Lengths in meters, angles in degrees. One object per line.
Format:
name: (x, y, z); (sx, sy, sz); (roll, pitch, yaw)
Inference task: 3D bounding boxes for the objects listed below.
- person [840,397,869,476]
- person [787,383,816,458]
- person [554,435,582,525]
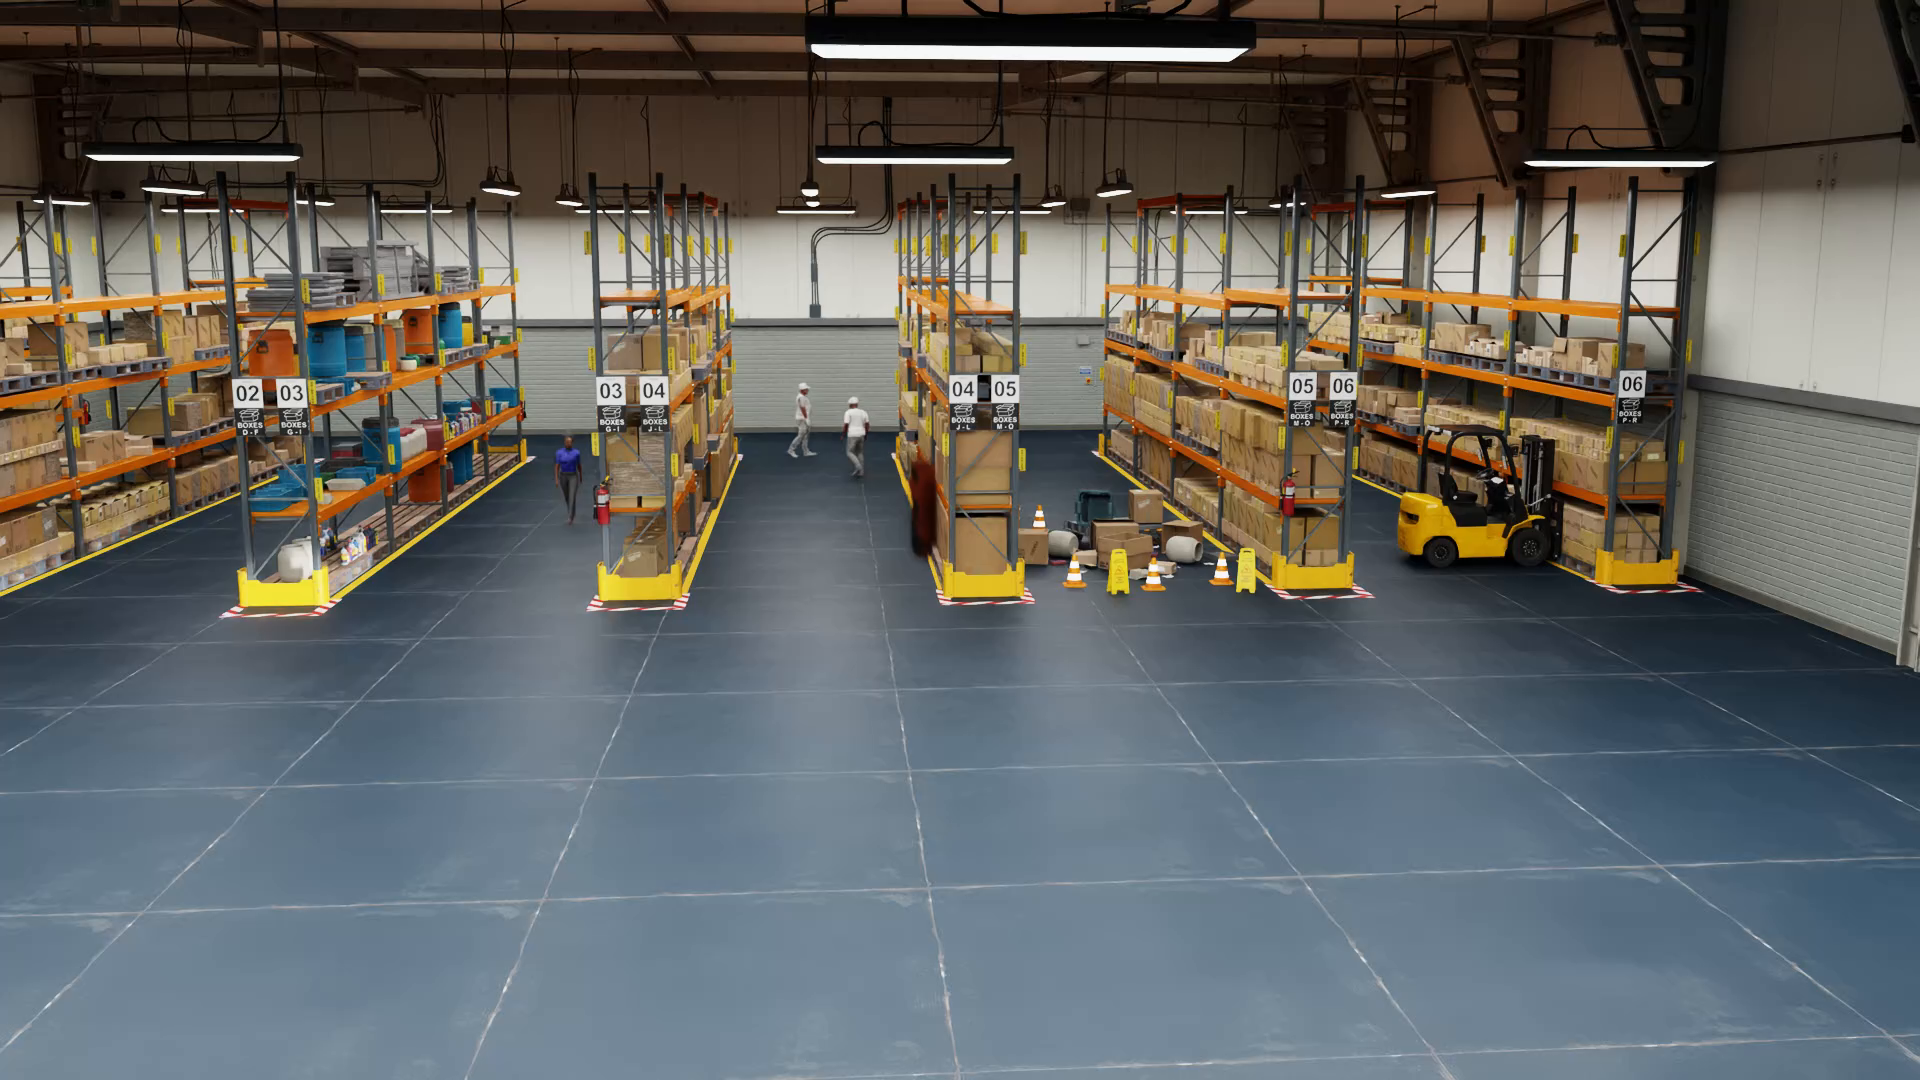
person: (-2.258, -2.258, 36.515); (0.630, 1.738, 0.691); (-7, 12, -36)
person: (-3.792, -2.866, 39.731); (0.705, 1.782, 0.598); (-1, 10, -8)
person: (-7.165, -1.131, 30.381); (0.414, 1.589, 1.056); (1, 10, 5)
